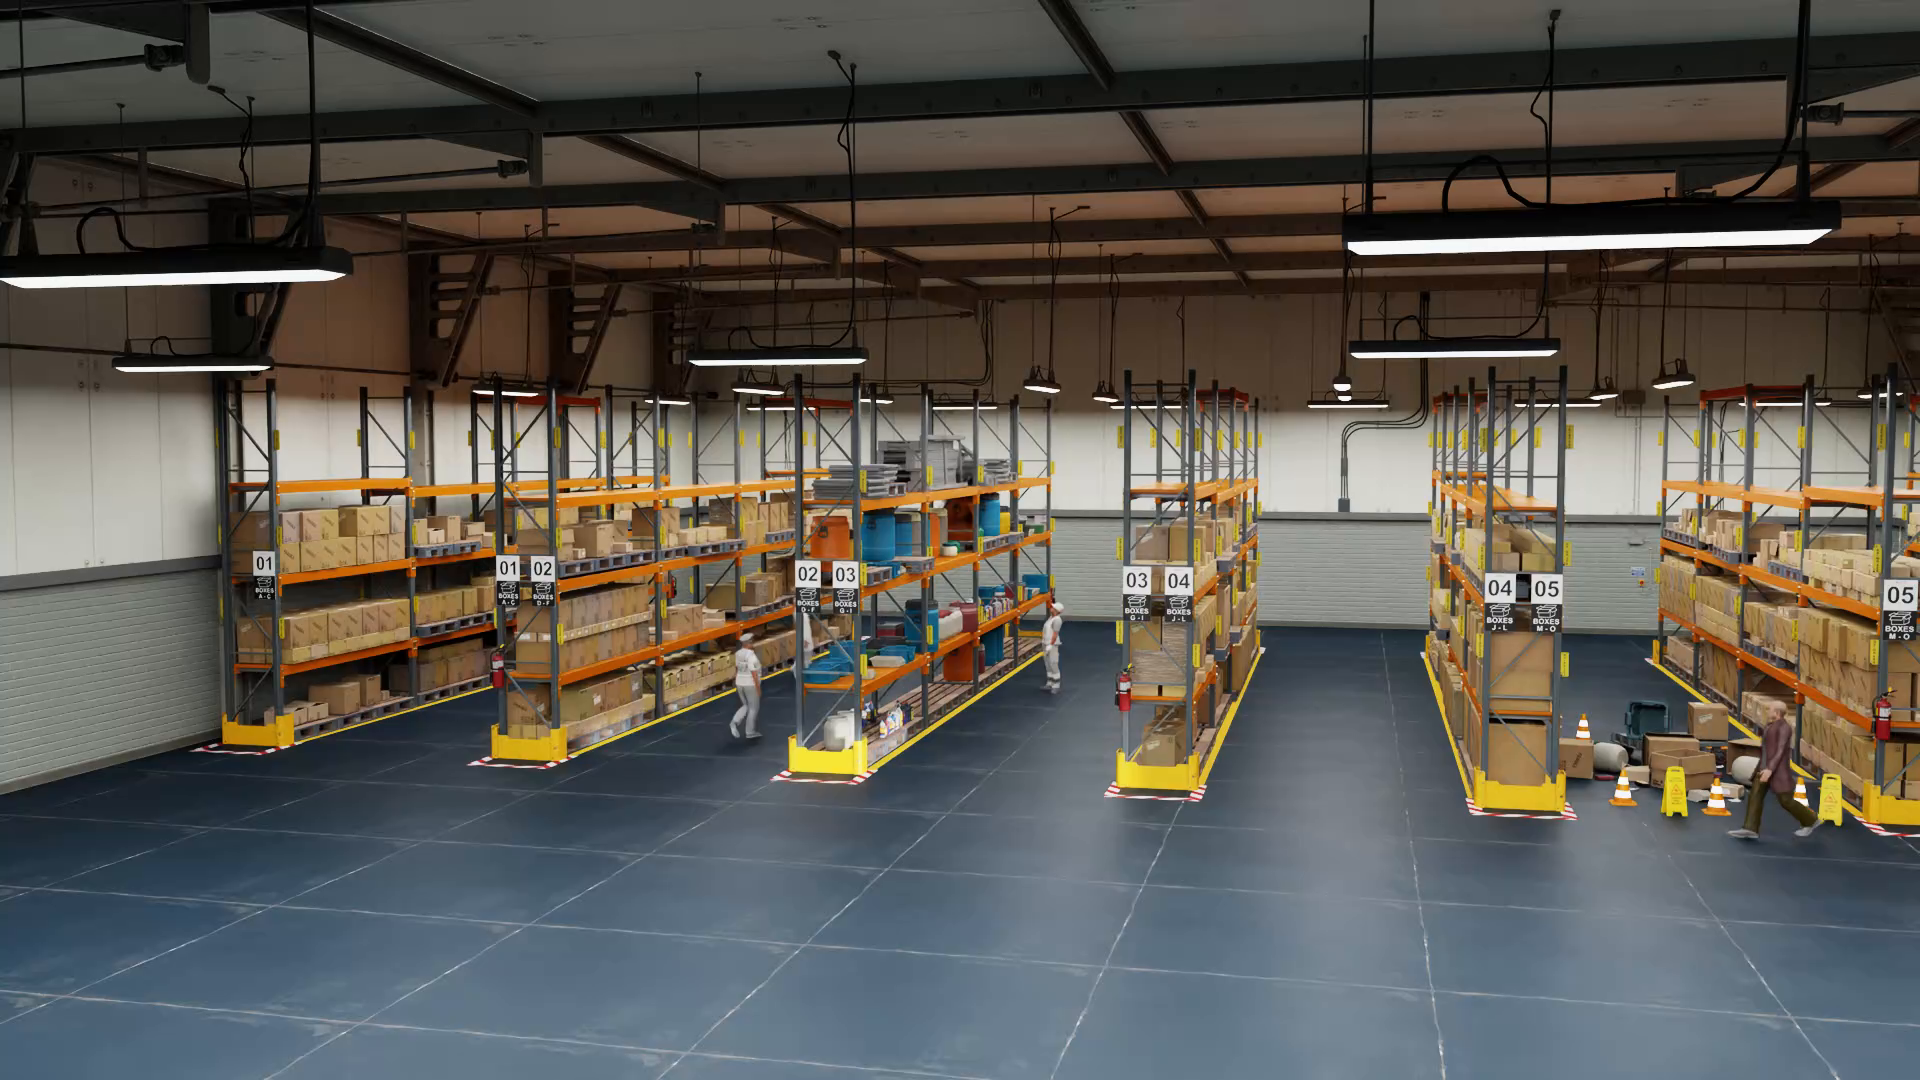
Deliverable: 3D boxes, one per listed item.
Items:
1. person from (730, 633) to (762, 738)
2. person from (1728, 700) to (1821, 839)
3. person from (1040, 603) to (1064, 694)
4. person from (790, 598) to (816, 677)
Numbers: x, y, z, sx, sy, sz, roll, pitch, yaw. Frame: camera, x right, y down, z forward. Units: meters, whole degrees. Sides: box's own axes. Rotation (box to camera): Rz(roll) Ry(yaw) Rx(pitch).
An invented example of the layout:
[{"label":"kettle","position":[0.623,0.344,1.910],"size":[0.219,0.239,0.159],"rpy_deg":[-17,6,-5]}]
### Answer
[{"label":"person","position":[-3.571,2.435,27.810],"size":[0.549,1.764,0.550],"rpy_deg":[3,5,43]},{"label":"person","position":[10.193,2.876,20.789],"size":[1.022,1.749,0.526],"rpy_deg":[-1,3,-10]},{"label":"person","position":[1.803,2.143,33.118],"size":[0.474,1.797,0.584],"rpy_deg":[-2,4,-27]},{"label":"person","position":[-3.197,2.062,34.372],"size":[0.619,1.757,0.602],"rpy_deg":[-1,4,-14]}]
